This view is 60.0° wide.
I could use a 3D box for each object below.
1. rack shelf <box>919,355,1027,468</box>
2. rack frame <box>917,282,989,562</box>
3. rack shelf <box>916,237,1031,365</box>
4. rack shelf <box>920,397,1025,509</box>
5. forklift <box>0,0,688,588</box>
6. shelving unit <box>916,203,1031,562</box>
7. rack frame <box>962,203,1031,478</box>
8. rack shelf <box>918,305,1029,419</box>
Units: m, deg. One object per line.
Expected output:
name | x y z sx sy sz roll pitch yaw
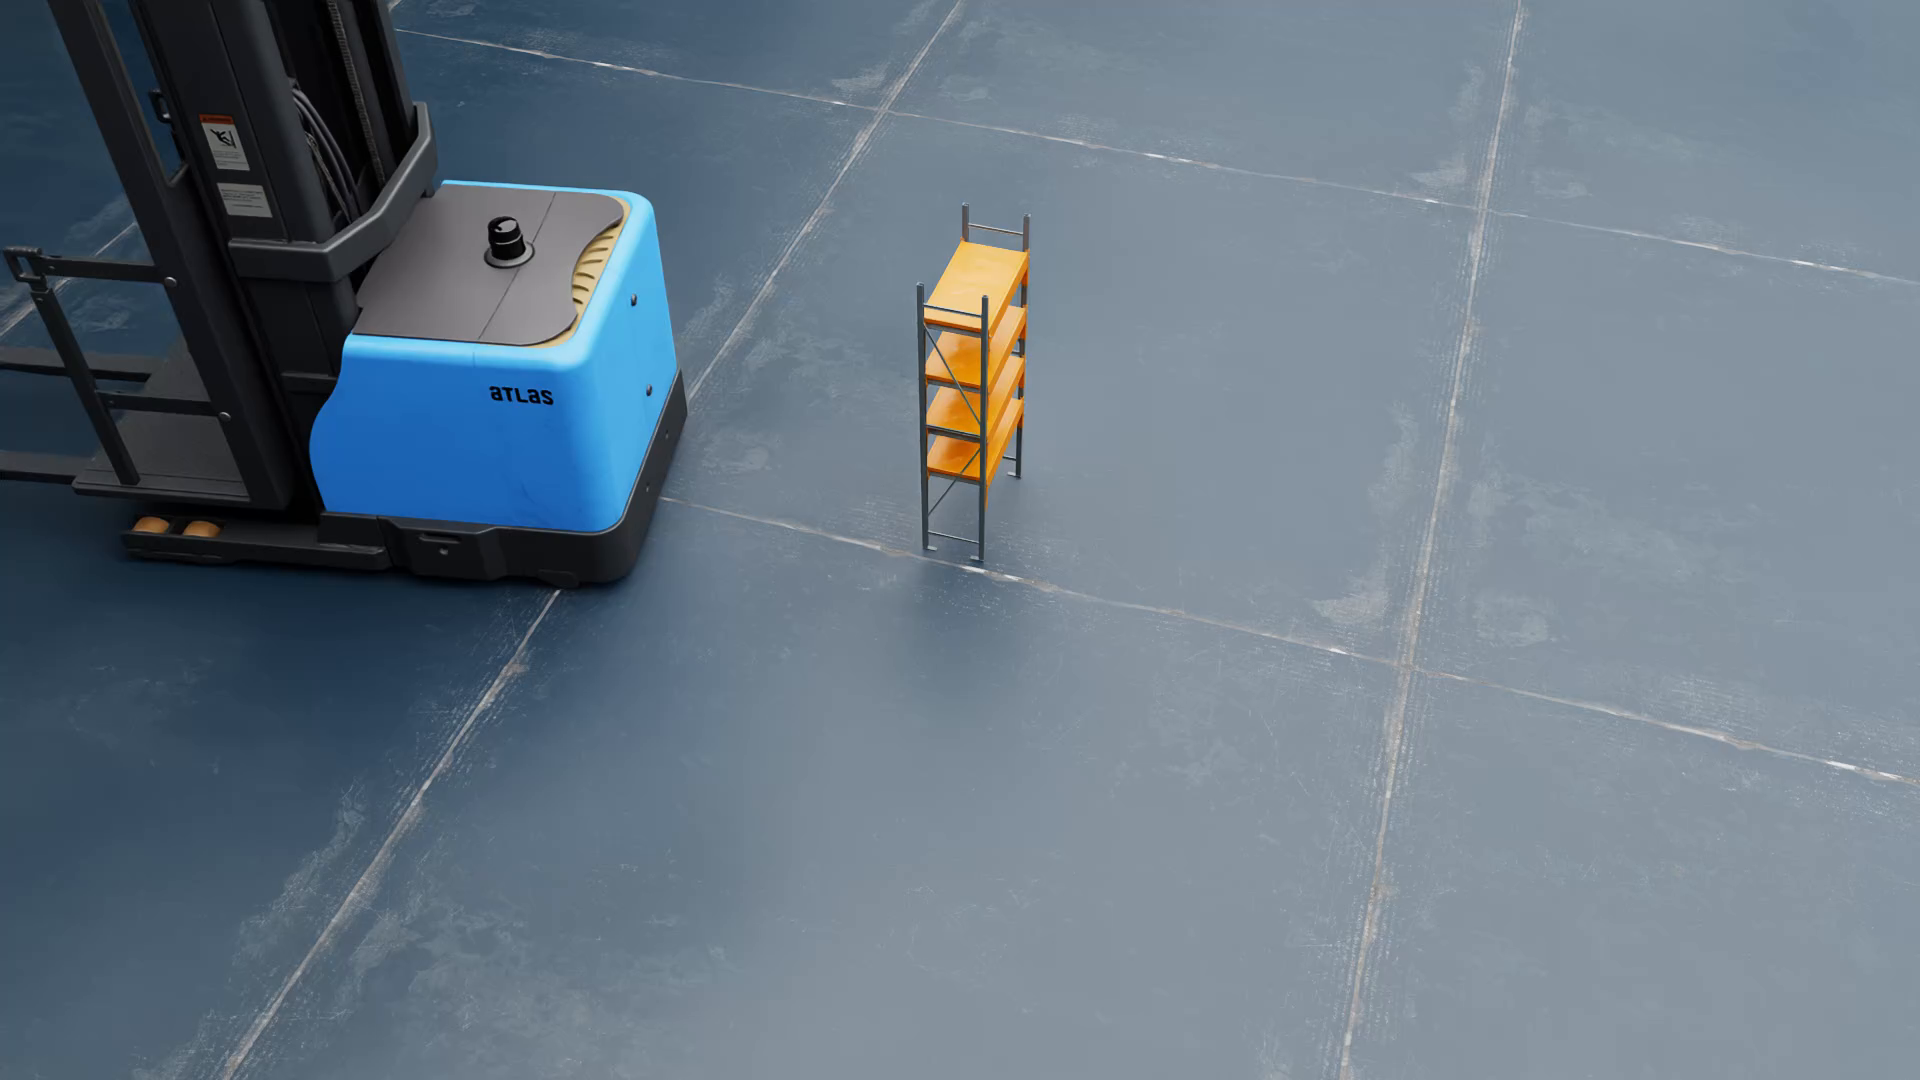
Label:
rack shelf | 0.050 -0.491 5.990 0.258 0.148 0.480 13 46 13
rack frame | -0.024 -0.377 5.777 0.240 1.200 0.015 13 46 13
rack shelf | 0.050 -0.820 5.668 0.258 0.148 0.480 13 46 13
rack shelf | 0.050 -0.349 6.129 0.258 0.148 0.480 13 46 13
forklift | -2.644 -1.319 5.503 3.031 2.935 1.130 5 45 5
shelving unit | 0.050 -0.539 5.943 0.258 1.200 0.503 13 46 13
rack frame | 0.124 -0.702 6.109 0.240 1.200 0.015 13 46 13
rack shelf | 0.050 -0.651 5.834 0.258 0.148 0.480 13 46 13
